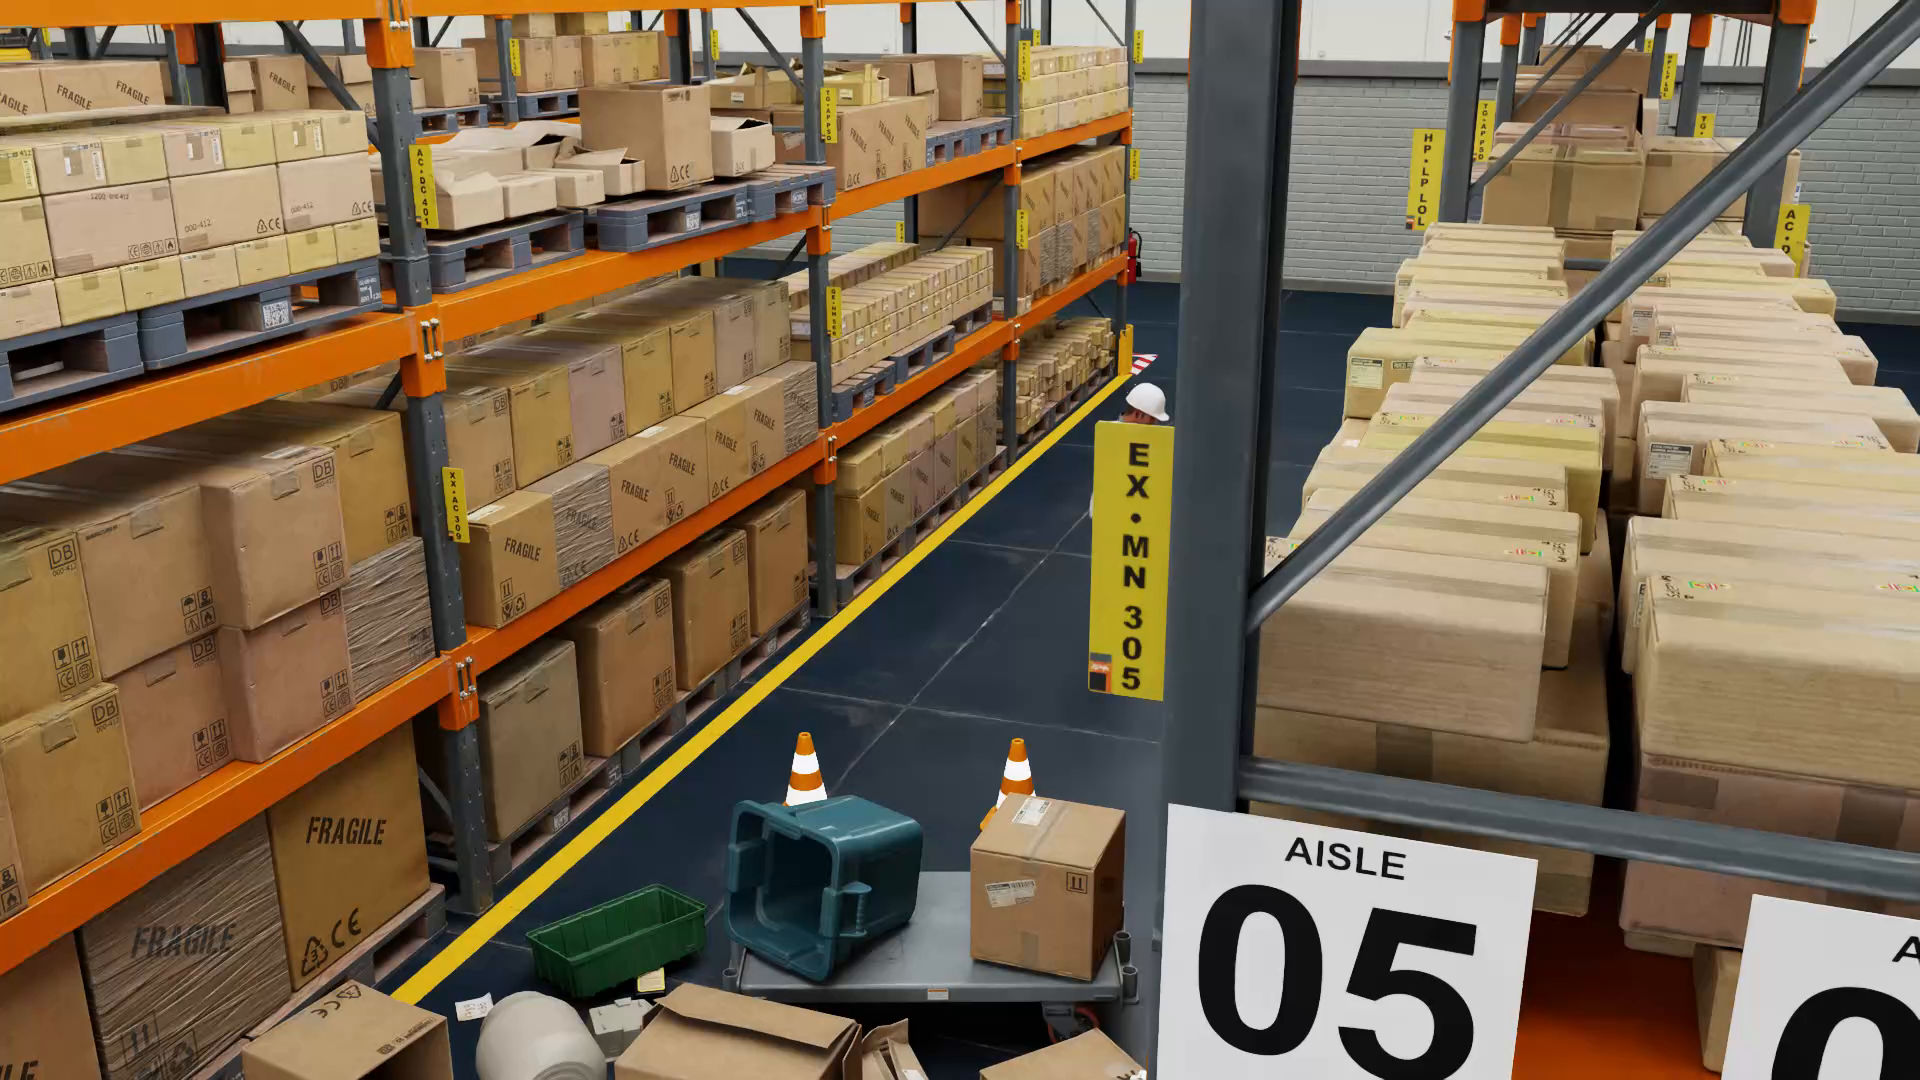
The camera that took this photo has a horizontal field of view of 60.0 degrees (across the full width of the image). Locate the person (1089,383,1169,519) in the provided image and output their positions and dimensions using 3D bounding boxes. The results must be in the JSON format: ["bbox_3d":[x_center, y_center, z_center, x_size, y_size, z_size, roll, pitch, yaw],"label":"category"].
[{"bbox_3d":[1.073,-0.158,10.576,0.457,1.729,0.556,7,20,20],"label":"person"}]
